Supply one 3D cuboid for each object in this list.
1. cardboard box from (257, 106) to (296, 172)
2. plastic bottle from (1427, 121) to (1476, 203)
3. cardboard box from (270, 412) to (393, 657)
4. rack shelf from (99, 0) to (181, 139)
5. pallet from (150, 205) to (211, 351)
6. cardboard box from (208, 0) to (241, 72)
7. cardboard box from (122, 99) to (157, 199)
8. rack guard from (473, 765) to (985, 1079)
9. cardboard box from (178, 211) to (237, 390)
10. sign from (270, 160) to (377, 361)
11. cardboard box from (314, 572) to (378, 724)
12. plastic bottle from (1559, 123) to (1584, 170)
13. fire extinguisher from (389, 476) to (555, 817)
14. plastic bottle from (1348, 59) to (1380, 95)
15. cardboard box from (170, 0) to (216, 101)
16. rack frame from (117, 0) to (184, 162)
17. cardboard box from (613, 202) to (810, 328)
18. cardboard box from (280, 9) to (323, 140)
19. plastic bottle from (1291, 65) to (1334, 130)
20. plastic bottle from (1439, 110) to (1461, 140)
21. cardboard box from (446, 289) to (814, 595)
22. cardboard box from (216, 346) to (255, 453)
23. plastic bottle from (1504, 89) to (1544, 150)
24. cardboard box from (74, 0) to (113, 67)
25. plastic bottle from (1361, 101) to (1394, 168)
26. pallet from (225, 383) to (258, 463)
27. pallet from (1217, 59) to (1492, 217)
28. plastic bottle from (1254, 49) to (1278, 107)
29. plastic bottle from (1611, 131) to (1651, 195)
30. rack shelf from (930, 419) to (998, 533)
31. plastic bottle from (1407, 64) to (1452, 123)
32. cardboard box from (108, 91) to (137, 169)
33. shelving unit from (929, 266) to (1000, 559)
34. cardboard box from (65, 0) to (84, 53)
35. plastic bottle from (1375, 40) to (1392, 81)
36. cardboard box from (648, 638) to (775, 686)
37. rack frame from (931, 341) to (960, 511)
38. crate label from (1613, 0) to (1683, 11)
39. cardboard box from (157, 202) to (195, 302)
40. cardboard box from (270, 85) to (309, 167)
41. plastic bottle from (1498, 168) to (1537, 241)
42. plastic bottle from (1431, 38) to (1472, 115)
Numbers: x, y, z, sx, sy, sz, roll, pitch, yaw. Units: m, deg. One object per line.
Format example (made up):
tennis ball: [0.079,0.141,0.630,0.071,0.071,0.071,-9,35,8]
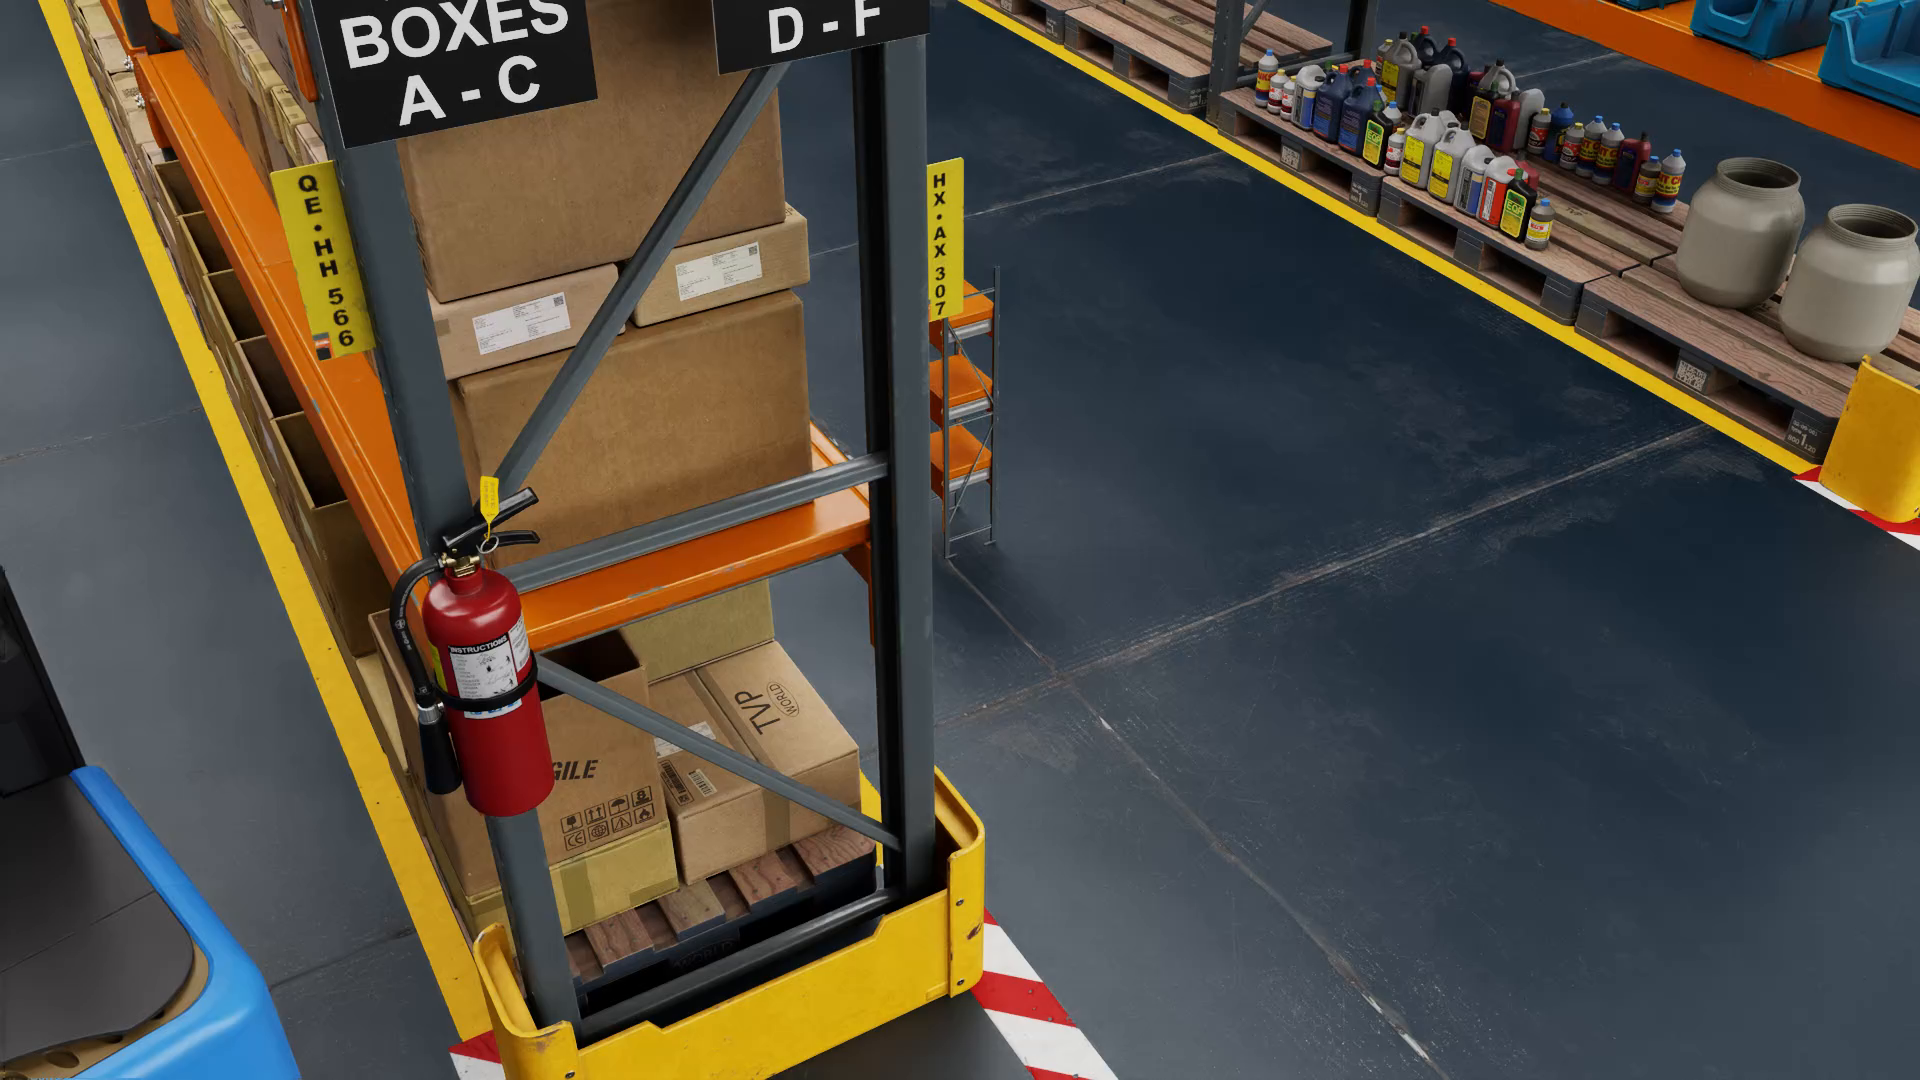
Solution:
cardboard box: [-1.524,-1.097,4.624,0.700,0.500,0.500,-18,40,-23]
plastic bottle: [2.203,-1.697,7.404,0.144,0.351,0.185,-17,40,-22]
cardboard box: [-1.562,-0.079,4.655,0.500,0.500,0.500,-19,40,-24]
rack shelf: [-3.535,-2.796,7.644,1.077,0.370,4.000,-19,40,-24]
pallet: [-2.934,-1.304,7.357,1.003,0.211,1.213,-19,40,-24]
cardboard box: [-1.781,-1.385,4.469,0.380,0.149,0.250,-19,40,-24]
cardboard box: [-3.248,-1.737,7.085,0.500,0.311,0.500,-18,40,-23]
rack guard: [-0.509,0.995,3.963,1.175,0.500,0.348,-19,40,-24]
cardboard box: [-2.310,-0.846,5.705,0.500,0.500,0.500,-19,40,-24]
sign: [-0.997,-0.436,2.621,0.100,0.325,0.005,-19,40,-24]
cardboard box: [-1.560,0.223,4.877,0.500,0.250,0.500,-19,40,-24]
plastic bottle: [2.850,-1.833,7.716,0.097,0.201,0.097,0,36,0]
fire extinguisher: [-0.863,0.203,2.995,0.296,0.674,0.183,-19,40,-24]
plastic bottle: [1.926,-2.148,8.021,0.144,0.351,0.185,-19,40,-24]
cardboard box: [-2.302,-1.882,5.699,0.700,0.500,0.500,-20,41,-25]
rack frame: [-2.530,-2.066,6.036,1.000,3.000,0.127,-19,40,-24]
cardboard box: [-0.532,-0.593,3.383,0.380,0.149,0.250,-19,40,-24]
cardboard box: [-1.040,-1.126,3.564,0.700,0.500,0.500,-20,41,-25]
plastic bottle: [1.722,-2.161,8.101,0.152,0.276,0.135,-17,40,-22]
plastic bottle: [2.225,-1.819,7.633,0.152,0.276,0.135,-19,40,-24]
cardboard box: [-0.744,-0.309,3.544,0.700,0.500,0.500,-19,40,-24]
cardboard box: [-2.313,-0.543,5.925,0.500,0.250,0.500,-19,40,-24]
plastic bottle: [2.664,-2.020,7.909,0.152,0.276,0.135,-18,40,-23]
cardboard box: [-4.005,-2.511,8.145,0.500,0.311,0.500,-20,41,-25]
plastic bottle: [1.943,-1.885,7.718,0.061,0.283,0.133,-17,39,-22]
pallet: [-2.167,-0.522,6.286,1.003,0.211,1.213,-19,40,-24]
pallet: [2.056,-2.051,8.379,1.003,0.211,1.213,-19,40,-24]
plastic bottle: [1.536,-2.316,8.317,0.097,0.271,0.097,0,36,0]
plastic bottle: [3.025,-1.711,7.479,0.061,0.283,0.133,-18,40,-23]
rack shelf: [-0.027,-0.218,5.648,0.215,0.259,0.240,-19,40,-24]
plastic bottle: [2.308,-2.212,8.172,0.152,0.276,0.135,-19,40,-24]
cardboard box: [-3.754,-2.030,7.962,0.500,0.250,0.500,-18,40,-23]
shelving unit: [-0.027,-0.451,5.478,0.215,1.050,0.252,-19,40,-24]
cardboard box: [-4.531,-2.811,9.031,0.500,0.250,0.500,-19,40,-24]
plastic bottle: [2.206,-2.487,8.611,0.097,0.201,0.097,0,36,0]
cardboard box: [-0.852,0.321,4.742,0.500,0.250,0.500,-19,40,-24]
rack frame: [-0.088,-0.513,5.563,0.200,1.050,0.008,-19,40,-24]
crate label: [2.606,-2.365,6.415,0.502,0.435,0.616,-19,40,-24]
cardboard box: [-2.989,-1.251,6.895,0.500,0.250,0.500,-19,40,-24]
cardboard box: [-1.395,-0.993,3.932,0.380,0.149,0.250,-18,40,-23]
plastic bottle: [2.388,-1.434,7.100,0.061,0.283,0.133,-18,40,-23]
plastic bottle: [2.424,-2.299,8.228,0.144,0.351,0.185,-21,41,-26]
